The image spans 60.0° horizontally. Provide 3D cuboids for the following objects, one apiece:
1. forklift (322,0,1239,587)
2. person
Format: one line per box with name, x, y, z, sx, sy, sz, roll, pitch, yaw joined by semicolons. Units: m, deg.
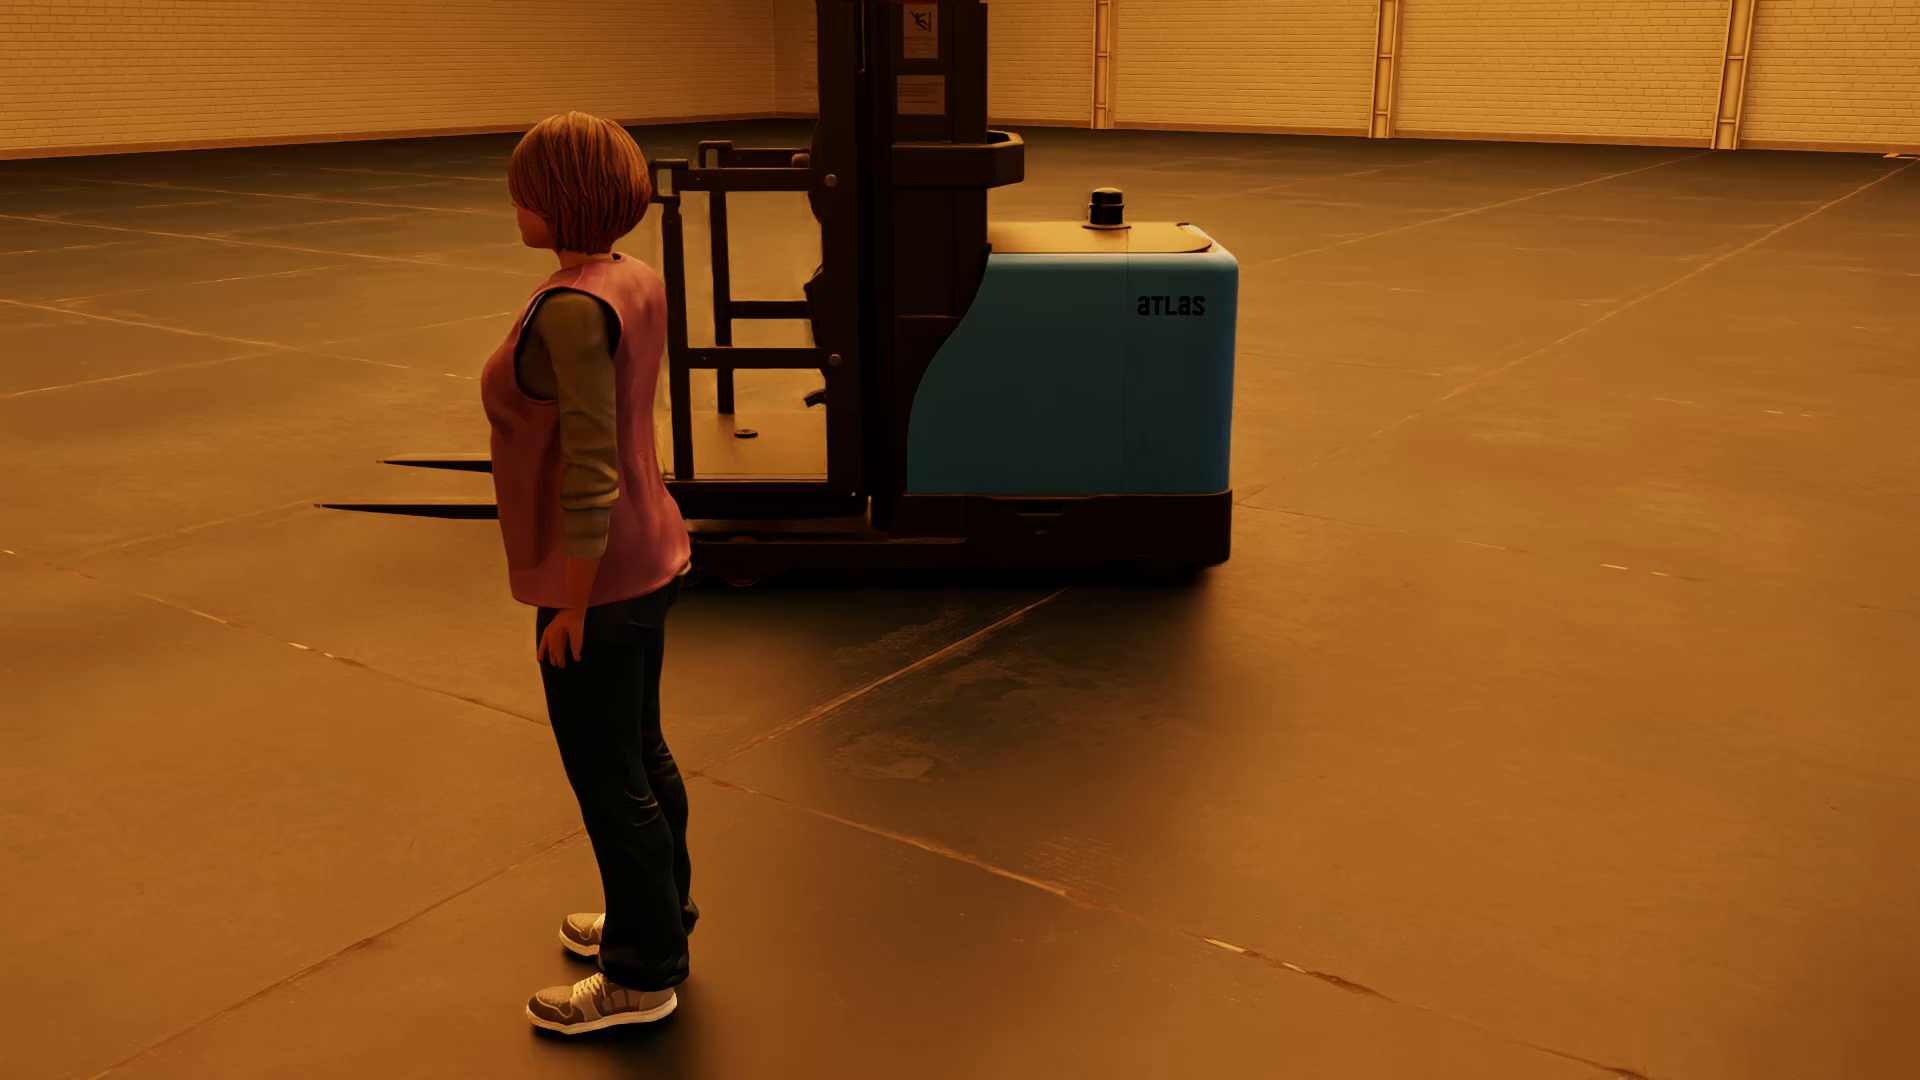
forklift;-0.622;-1.402;5.520;3.031;2.935;1.130;0;17;0
person;-0.633;0.081;2.887;0.326;1.602;0.409;1;17;2
